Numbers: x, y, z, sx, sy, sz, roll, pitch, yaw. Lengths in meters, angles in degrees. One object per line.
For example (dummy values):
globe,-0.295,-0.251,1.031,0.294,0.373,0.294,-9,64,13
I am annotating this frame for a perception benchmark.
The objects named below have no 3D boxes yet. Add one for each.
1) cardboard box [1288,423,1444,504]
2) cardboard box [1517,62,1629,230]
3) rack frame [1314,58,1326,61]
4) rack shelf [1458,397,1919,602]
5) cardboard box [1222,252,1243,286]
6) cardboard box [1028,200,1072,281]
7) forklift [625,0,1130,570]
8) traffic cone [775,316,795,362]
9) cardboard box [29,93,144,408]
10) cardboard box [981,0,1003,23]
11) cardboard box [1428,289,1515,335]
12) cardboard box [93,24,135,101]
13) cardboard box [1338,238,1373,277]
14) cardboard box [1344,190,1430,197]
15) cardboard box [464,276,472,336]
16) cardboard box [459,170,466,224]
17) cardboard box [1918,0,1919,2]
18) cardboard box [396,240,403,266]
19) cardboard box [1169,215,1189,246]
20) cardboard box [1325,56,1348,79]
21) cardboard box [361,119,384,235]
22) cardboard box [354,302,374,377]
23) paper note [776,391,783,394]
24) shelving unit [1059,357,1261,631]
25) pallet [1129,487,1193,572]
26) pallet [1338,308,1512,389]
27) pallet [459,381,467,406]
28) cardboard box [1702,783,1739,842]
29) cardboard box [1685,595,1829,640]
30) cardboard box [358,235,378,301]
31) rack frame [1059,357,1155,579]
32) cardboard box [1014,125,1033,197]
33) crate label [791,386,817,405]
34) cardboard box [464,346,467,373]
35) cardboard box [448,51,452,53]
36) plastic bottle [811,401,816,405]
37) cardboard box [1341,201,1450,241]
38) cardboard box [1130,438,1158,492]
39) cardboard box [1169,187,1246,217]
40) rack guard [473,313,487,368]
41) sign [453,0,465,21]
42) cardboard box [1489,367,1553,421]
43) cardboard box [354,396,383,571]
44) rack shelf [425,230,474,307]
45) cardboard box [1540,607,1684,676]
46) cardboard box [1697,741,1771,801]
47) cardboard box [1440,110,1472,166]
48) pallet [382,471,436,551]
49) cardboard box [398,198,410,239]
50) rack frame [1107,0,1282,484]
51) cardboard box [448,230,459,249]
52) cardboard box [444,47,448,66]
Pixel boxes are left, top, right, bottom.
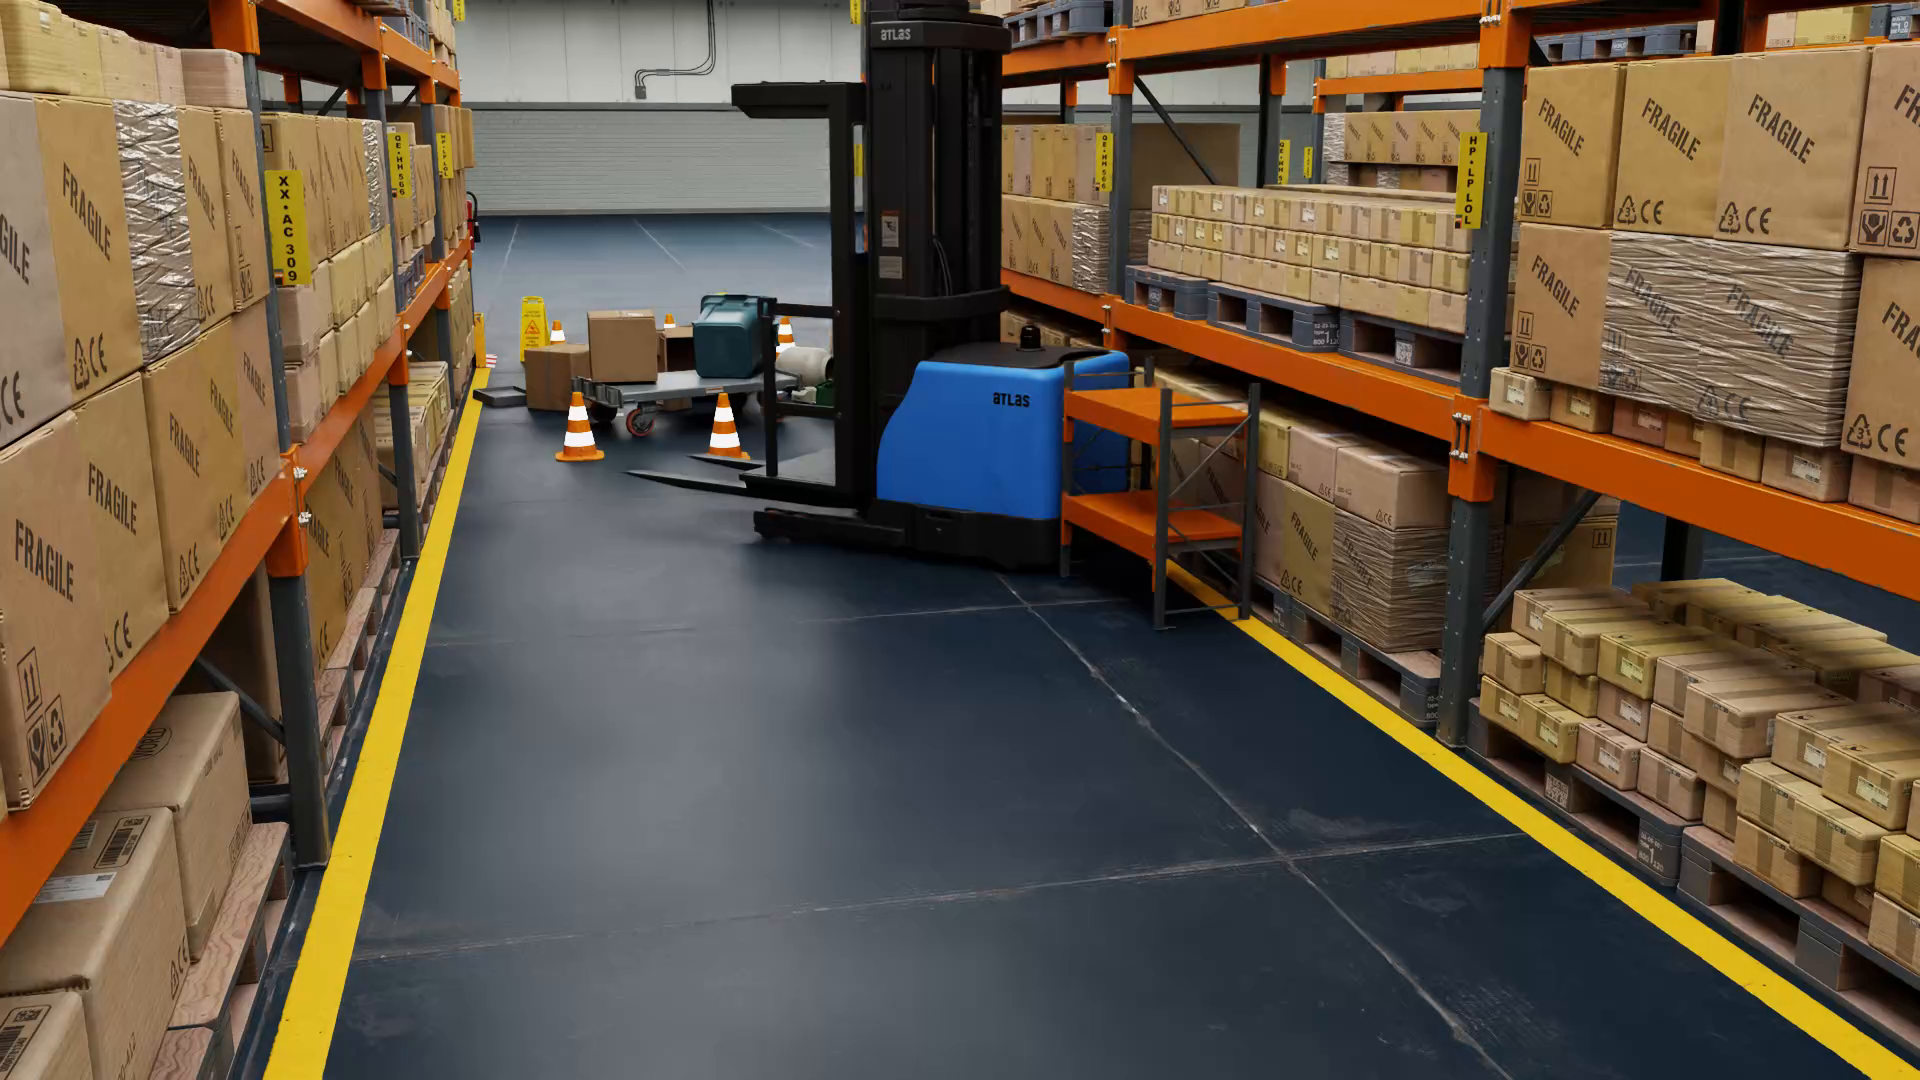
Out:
cardboard box,1.777,-0.343,7.312,0.500,0.250,0.500,-3,14,-11
cardboard box,2.174,-1.273,5.372,0.500,0.500,0.500,-3,14,-12
rack frame,4.332,-6.647,17.675,1.000,3.000,0.127,-3,14,-13
rack shelf,2.775,0.099,4.217,1.077,0.370,4.000,-3,14,-13
cardboard box,1.531,-1.354,8.295,0.380,0.149,0.250,-3,14,-11
cardboard box,0.766,-2.002,11.093,0.500,0.500,0.500,-4,14,-14
forklift,-0.581,-1.506,9.414,3.031,2.935,1.130,8,16,30
traffic cone,-1.769,-2.046,16.827,0.336,0.463,0.334,-3,14,-13
cardboard box,-1.754,-0.503,2.847,0.500,0.500,0.500,-3,14,-13
cardboard box,0.325,-4.049,12.545,0.258,0.266,0.396,-4,14,-14
cardboard box,2.019,-0.874,6.330,0.380,0.149,0.250,-4,14,-14
cardboard box,-1.925,-0.971,3.395,0.380,0.149,0.250,-3,14,-14
cardboard box,1.833,-1.200,7.036,0.380,0.149,0.250,-4,14,-15
cardboard box,2.162,-1.682,8.383,0.380,0.149,0.250,-3,14,-13
cardboard box,-4.734,-2.123,15.125,0.500,0.500,0.500,-3,14,-11
cardboard box,-4.793,-3.148,15.156,0.500,0.500,0.500,-3,14,-13
cardboard box,6.350,-3.759,10.908,0.500,0.500,0.500,-3,14,-13
cardboard box,-3.371,-1.635,9.445,0.380,0.149,0.250,-4,14,-17
cardboard box,1.350,-1.676,8.984,0.380,0.149,0.250,-3,14,-10
cardboard box,4.194,-4.992,17.535,0.500,0.250,0.500,-3,14,-12
cardboard box,-2.918,-1.647,7.531,0.500,0.500,0.500,-3,14,-12
cardboard box,-2.666,-0.810,6.739,0.500,0.250,0.500,-4,14,-14
paper note,-1.672,-1.322,14.792,0.172,0.023,0.155,2,14,6
shelving unit,0.946,-0.260,8.109,0.538,1.125,1.048,-5,14,-21
pallet,1.548,-0.100,9.390,1.003,0.211,1.213,-3,14,-13
pallet,2.267,-0.803,6.798,1.003,0.211,1.213,-3,14,-13
pallet,-4.844,-1.338,14.461,1.003,0.211,1.213,-3,14,-13
cardboard box,2.455,0.803,4.943,0.380,0.149,0.250,-4,14,-16
cardboard box,2.740,0.304,5.729,0.380,0.149,0.250,-3,14,-12
cardboard box,-2.797,-1.173,7.169,0.500,0.250,0.500,-4,14,-15
rack frame,0.757,-0.371,8.568,0.500,1.125,0.032,-5,14,-21
cardboard box,0.790,-2.742,12.013,0.700,0.500,0.500,-3,14,-13
crate label,-1.288,-1.232,14.180,0.250,0.136,0.298,10,17,35
cardboard box,-4.501,-1.522,14.246,0.500,0.250,0.500,-3,14,-14
cardboard box,-4.815,-4.490,14.853,0.500,0.250,0.500,-3,14,-14
plastic bottle,-1.106,-1.109,13.839,0.133,0.061,0.283,-13,19,-42
cardboard box,1.836,-1.347,7.010,0.380,0.149,0.250,-3,14,-13
cardboard box,1.284,-0.447,9.318,0.500,0.500,0.500,-4,14,-16
cardboard box,1.352,-1.826,8.973,0.380,0.149,0.250,-4,14,-15
rack guard,-5.283,-1.949,16.351,1.175,0.500,0.348,-3,14,-13
sign,-4.757,-5.094,15.773,0.100,0.325,0.005,-3,14,-13
cardboard box,2.053,-0.506,5.708,0.380,0.149,0.250,-3,14,-11
cardboard box,-3.341,-0.343,8.103,0.875,0.875,0.875,-3,14,-14
rack shelf,-4.831,-2.370,14.323,1.077,0.370,4.000,-3,14,-13
cardboard box,2.192,0.338,5.592,0.380,0.149,0.250,-3,14,-10
cardboard box,2.420,0.661,4.897,0.380,0.149,0.250,-3,14,-11
cardboard box,4.779,-3.693,15.278,0.500,0.500,0.500,-3,14,-13
pallet,-3.604,-0.161,9.641,1.003,0.211,1.213,-3,14,-13
cardboard box,-3.432,-1.969,9.443,0.500,0.500,0.500,-3,14,-10
rack frame,1.366,-1.634,9.797,1.000,3.000,0.127,-3,14,-13
cardboard box,-4.415,-2.522,13.960,0.380,0.149,0.250,-3,14,-13
cardboard box,-4.541,-4.097,14.087,0.380,0.149,0.250,-3,14,-14
